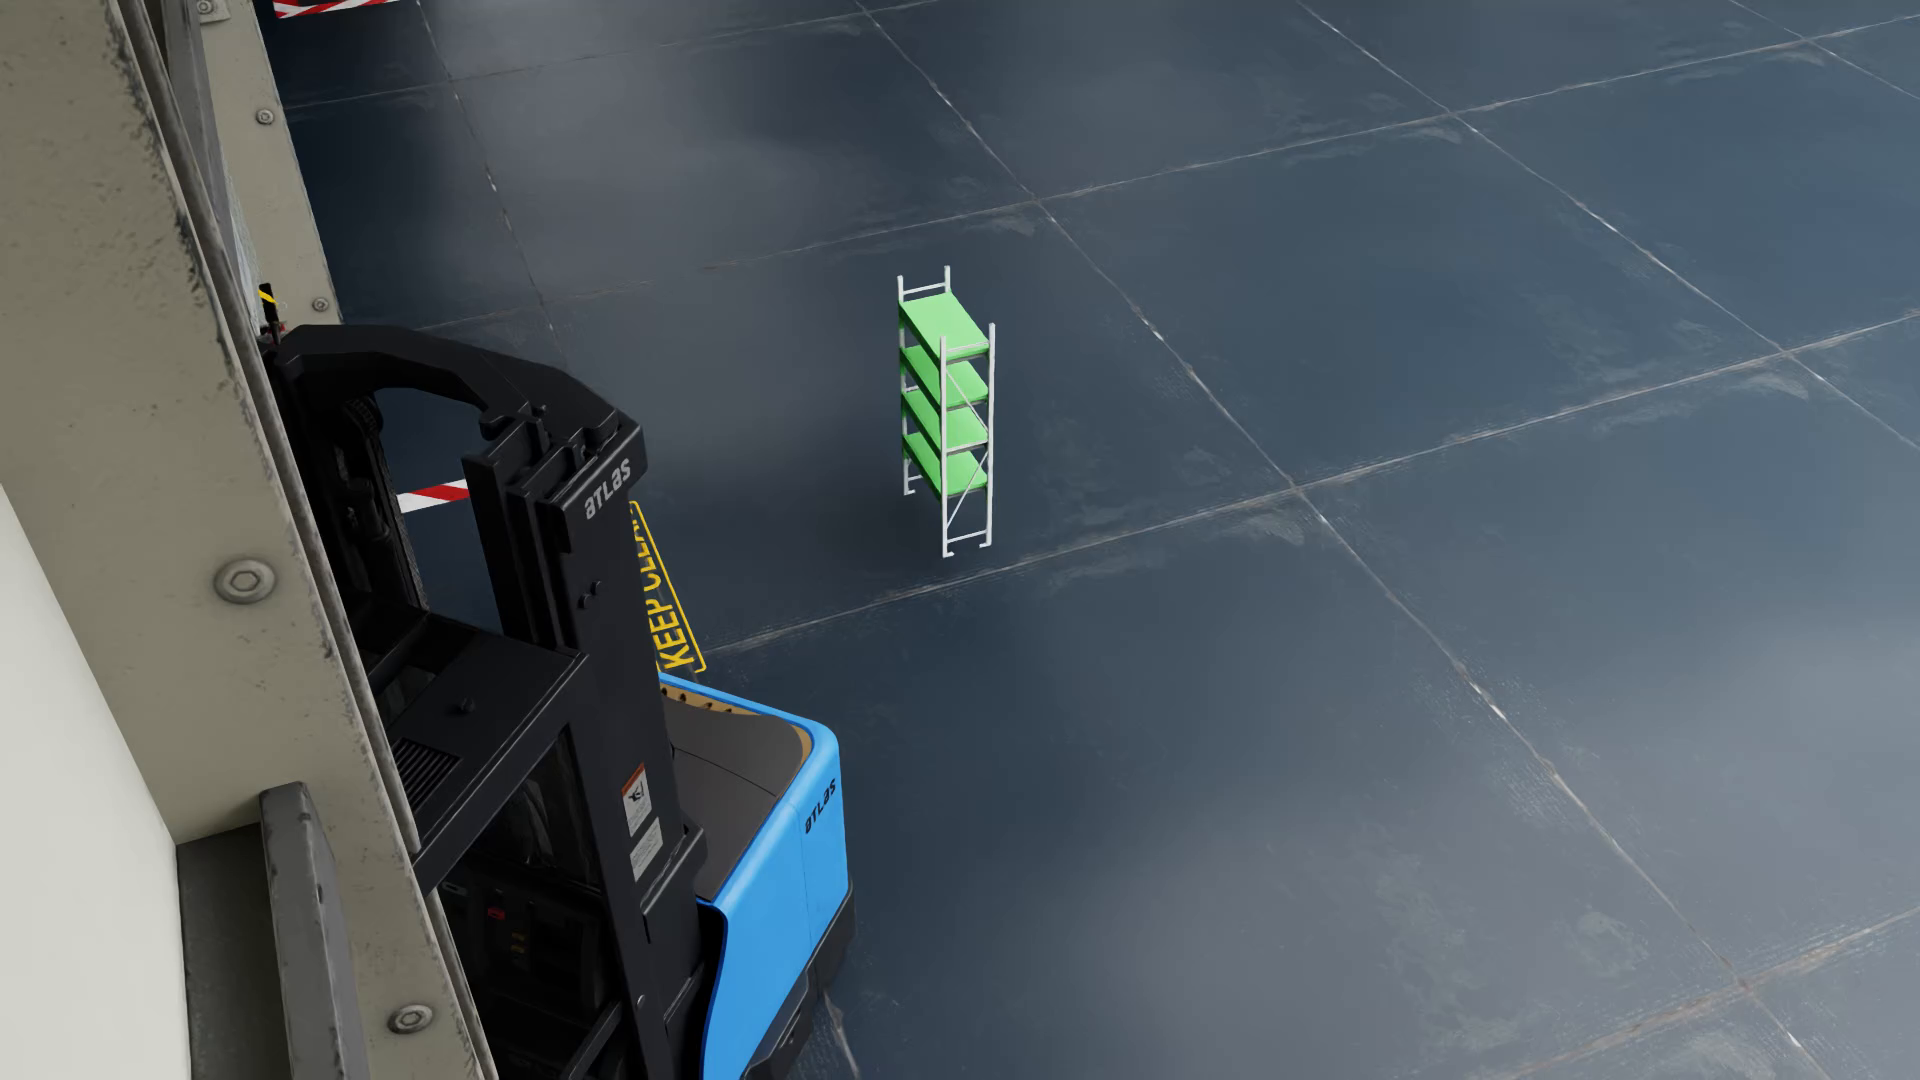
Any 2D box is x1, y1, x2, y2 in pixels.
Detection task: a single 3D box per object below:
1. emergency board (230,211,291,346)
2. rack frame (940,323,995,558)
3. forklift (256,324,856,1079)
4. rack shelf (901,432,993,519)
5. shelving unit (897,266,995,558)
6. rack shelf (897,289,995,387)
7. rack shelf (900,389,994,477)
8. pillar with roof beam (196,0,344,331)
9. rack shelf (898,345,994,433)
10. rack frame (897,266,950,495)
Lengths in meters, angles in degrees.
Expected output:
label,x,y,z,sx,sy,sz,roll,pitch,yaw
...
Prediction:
label,x,y,z,sx,sy,sz,roll,pitch,yaw
emergency board,-2.498,-0.651,6.125,0.194,1.169,0.643,-15,43,-17
rack frame,0.030,-0.408,7.222,0.240,1.200,0.015,-15,43,-17
forklift,-1.413,1.069,4.177,1.130,2.935,3.031,15,43,17
rack shelf,-0.063,-0.324,7.592,0.258,0.148,0.480,-15,43,-17
shelving unit,-0.063,-0.555,7.393,0.258,1.200,0.503,-15,43,-17
rack shelf,-0.063,-0.870,7.122,0.258,0.148,0.480,-15,43,-17
rack shelf,-0.063,-0.506,7.435,0.258,0.148,0.480,-15,43,-17
pillar with roof beam,0.569,-5.498,7.160,9.100,9.000,0.400,-15,43,-17
rack shelf,-0.063,-0.688,7.279,0.258,0.148,0.480,-15,43,-17
rack frame,-0.157,-0.702,7.564,0.240,1.200,0.015,-15,43,-17
